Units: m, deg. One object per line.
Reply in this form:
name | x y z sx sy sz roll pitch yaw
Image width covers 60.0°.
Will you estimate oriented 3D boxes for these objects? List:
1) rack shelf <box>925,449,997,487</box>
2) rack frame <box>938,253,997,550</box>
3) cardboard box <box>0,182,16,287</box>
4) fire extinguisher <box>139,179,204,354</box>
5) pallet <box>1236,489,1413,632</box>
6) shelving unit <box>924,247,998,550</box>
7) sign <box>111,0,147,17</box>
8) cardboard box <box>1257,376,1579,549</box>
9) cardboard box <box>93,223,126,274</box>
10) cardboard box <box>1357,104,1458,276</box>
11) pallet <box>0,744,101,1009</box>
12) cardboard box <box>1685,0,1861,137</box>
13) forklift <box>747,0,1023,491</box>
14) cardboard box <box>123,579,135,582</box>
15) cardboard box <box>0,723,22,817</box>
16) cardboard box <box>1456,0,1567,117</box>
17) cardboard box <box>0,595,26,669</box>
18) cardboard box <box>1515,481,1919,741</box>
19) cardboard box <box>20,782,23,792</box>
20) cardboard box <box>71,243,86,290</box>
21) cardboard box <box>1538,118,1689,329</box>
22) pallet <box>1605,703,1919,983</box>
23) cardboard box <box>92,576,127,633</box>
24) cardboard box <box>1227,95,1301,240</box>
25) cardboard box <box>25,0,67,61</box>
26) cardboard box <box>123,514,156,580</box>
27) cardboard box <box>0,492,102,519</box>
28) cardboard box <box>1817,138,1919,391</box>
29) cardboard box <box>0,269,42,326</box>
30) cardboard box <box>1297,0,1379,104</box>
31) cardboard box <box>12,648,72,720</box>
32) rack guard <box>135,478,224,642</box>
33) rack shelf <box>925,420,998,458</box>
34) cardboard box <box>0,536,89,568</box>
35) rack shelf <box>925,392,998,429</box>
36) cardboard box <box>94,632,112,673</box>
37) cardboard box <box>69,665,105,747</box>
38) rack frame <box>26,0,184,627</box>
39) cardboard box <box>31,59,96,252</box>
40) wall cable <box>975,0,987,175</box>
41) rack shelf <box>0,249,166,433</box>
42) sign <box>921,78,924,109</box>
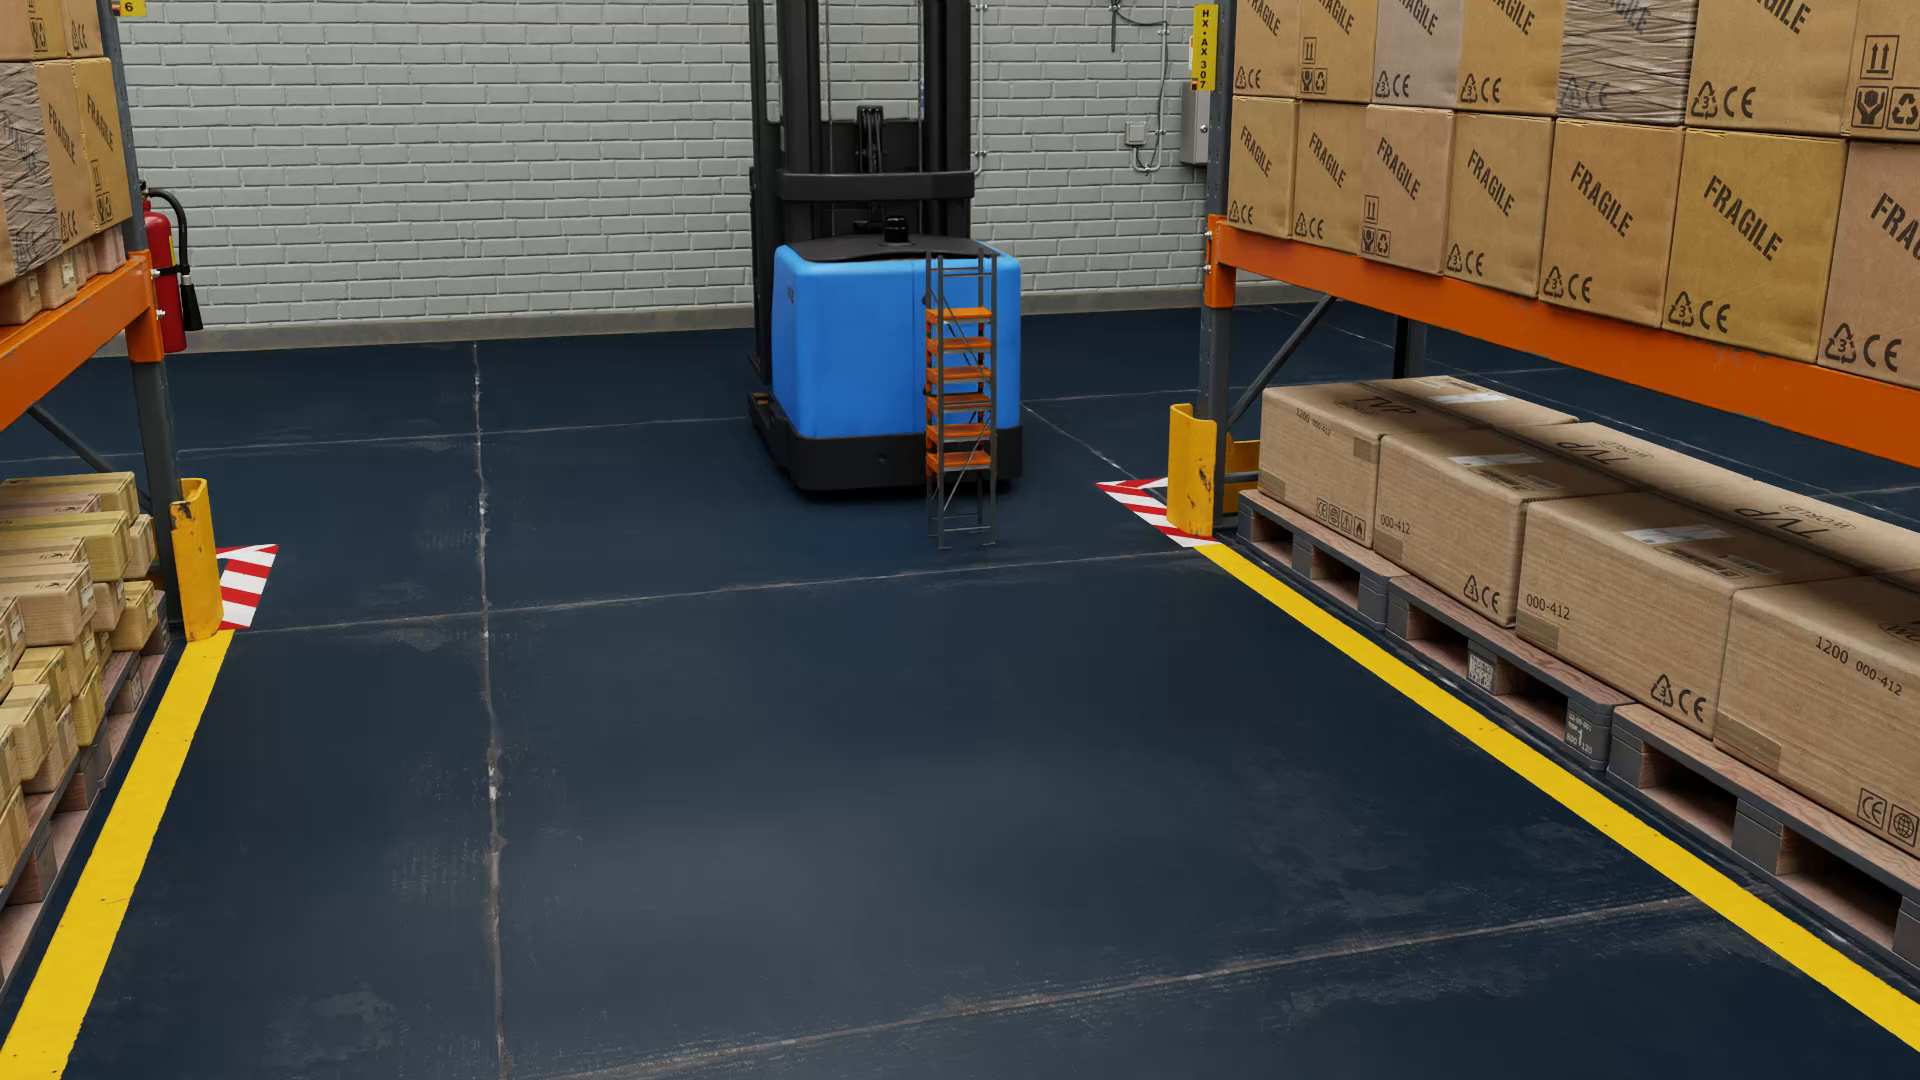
rack shelf | 0.004 -0.298 6.848 0.258 0.103 0.180 -5 17 -15
rack frame | 0.029 -0.545 6.682 0.240 1.200 0.006 -5 17 -15
cardboard box | -2.449 -0.776 3.631 0.500 0.500 0.500 -4 17 -12
fire extinguisher | -2.858 -1.001 5.854 0.296 0.674 0.183 -5 17 -15
pallet | 1.795 0.020 6.517 1.003 0.211 1.213 -5 17 -15
shelving unit | 0.004 -0.571 6.766 0.258 1.200 0.189 -5 17 -15
sign | -2.693 -1.855 5.352 0.100 0.325 0.005 -5 17 -15
cardboard box | 1.777 -0.330 6.559 0.875 0.438 0.875 -5 18 -17
cardboard box | -2.871 -0.923 5.246 0.380 0.149 0.250 -5 17 -15
cardboard box | 1.644 -1.143 5.368 0.500 0.500 0.500 -5 17 -16
pallet | -2.690 0.810 3.889 1.003 0.211 1.213 -5 17 -15
cardboard box | 2.072 -1.200 3.822 0.500 0.500 0.500 -5 17 -16
forklift | -0.542 -2.006 8.537 1.130 2.935 3.031 -4 17 -12
cardboard box | -2.887 0.183 5.356 0.380 0.149 0.250 -4 17 -14
cardboard box | -2.315 0.537 3.660 0.380 0.149 0.250 -5 17 -16
cardboard box | 1.793 -1.480 4.752 0.500 0.500 0.500 -5 17 -15
cardboard box | -2.532 0.259 4.068 0.380 0.149 0.250 -5 18 -17
cardboard box | 2.283 0.173 4.887 0.875 0.438 0.875 -5 17 -17
cardboard box | -2.465 0.611 3.928 0.380 0.149 0.250 -4 17 -14
cardboard box | -2.755 -0.783 4.781 0.380 0.149 0.250 -5 17 -16
cardboard box | 1.927 -0.859 4.425 0.500 0.500 0.500 -5 17 -16
pallet | 2.465 0.695 4.271 1.003 0.211 1.213 -5 17 -15
cardboard box | -2.668 0.178 4.854 0.380 0.149 0.250 -5 18 -18
cardboard box | 1.355 -1.423 6.300 0.500 0.500 0.500 -5 17 -16
cardboard box | -2.728 -1.533 4.413 0.500 0.500 0.500 -5 18 -17
cardboard box | -2.813 0.034 5.332 0.380 0.149 0.250 -5 17 -17
cardboard box | -2.829 -0.031 5.033 0.380 0.149 0.250 -4 17 -14
cardboard box | 2.226 -0.580 3.494 0.500 0.500 0.500 -5 17 -15
cardboard box | -2.618 -0.639 4.301 0.380 0.149 0.250 -6 18 -18
cardboard box | 1.506 -1.759 5.683 0.500 0.500 0.500 -5 17 -17
cardboard box | -2.461 0.393 4.140 0.380 0.149 0.250 -4 17 -12
rack guard | -3.211 0.107 5.726 1.175 0.500 0.348 -5 17 -15
rack shelf | 0.004 -0.413 6.813 0.258 0.103 0.180 -5 17 -15
cardboard box | -2.626 0.107 4.573 0.380 0.149 0.250 -5 18 -17
rack shelf | 0.004 -0.528 6.779 0.258 0.103 0.180 -5 17 -15
cardboard box | -2.729 0.326 4.880 0.380 0.149 0.250 -5 17 -16
cardboard box | -2.518 0.458 4.438 0.380 0.149 0.250 -6 18 -18
rack frame | -3.232 -1.111 5.436 1.000 3.000 0.127 -5 17 -15
cardboard box | -2.725 -1.054 4.557 0.500 0.500 0.500 -5 17 -16
wall cable | -0.072 -3.590 11.868 0.585 1.953 0.123 -5 17 -15
rack shelf | -2.682 -0.213 3.698 1.077 0.370 4.000 -5 17 -15
sign | -0.136 -3.231 12.023 0.327 0.218 0.001 -5 17 -15
